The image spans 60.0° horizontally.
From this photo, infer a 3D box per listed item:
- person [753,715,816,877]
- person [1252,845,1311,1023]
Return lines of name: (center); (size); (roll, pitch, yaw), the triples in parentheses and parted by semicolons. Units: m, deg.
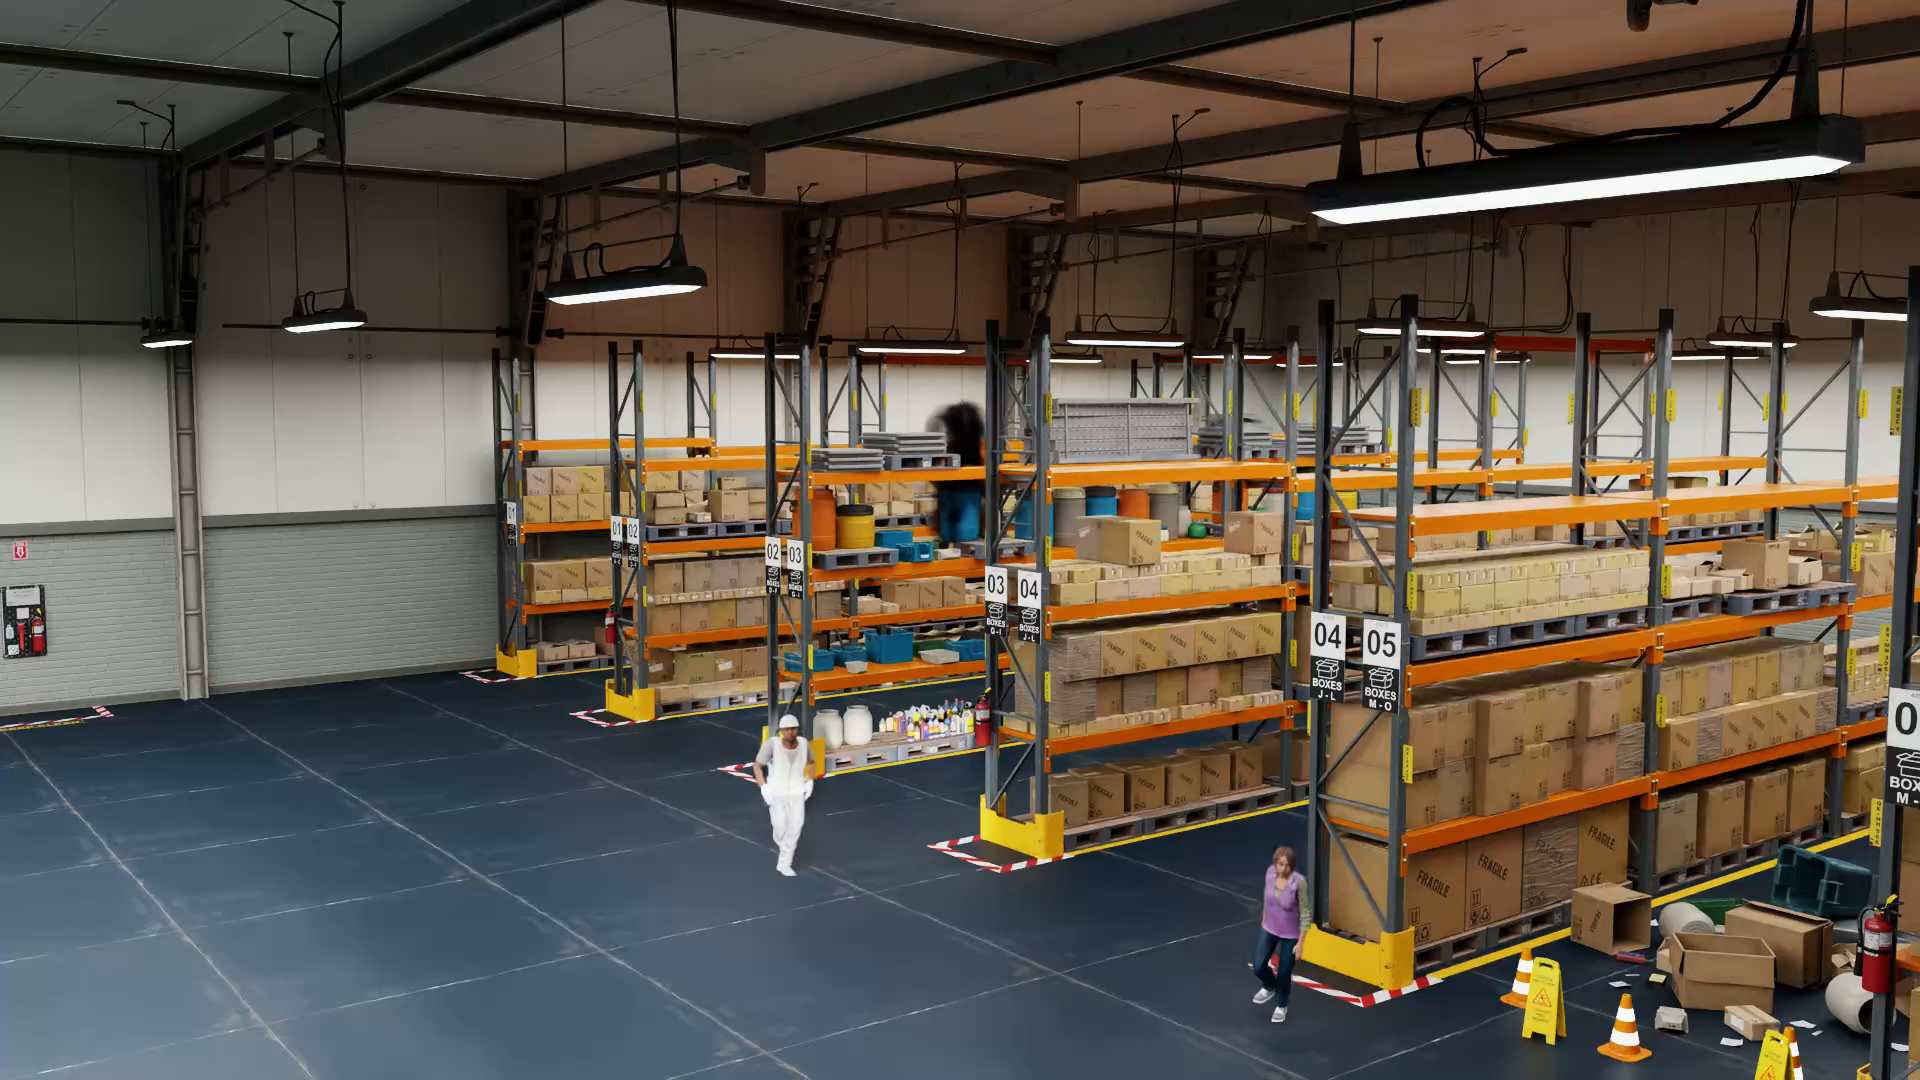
person: (-1.890, 2.727, 17.991); (0.706, 1.747, 0.604); (-1, 5, -16)
person: (2.628, 3.208, 13.581); (0.556, 1.538, 0.535); (3, 6, 30)
